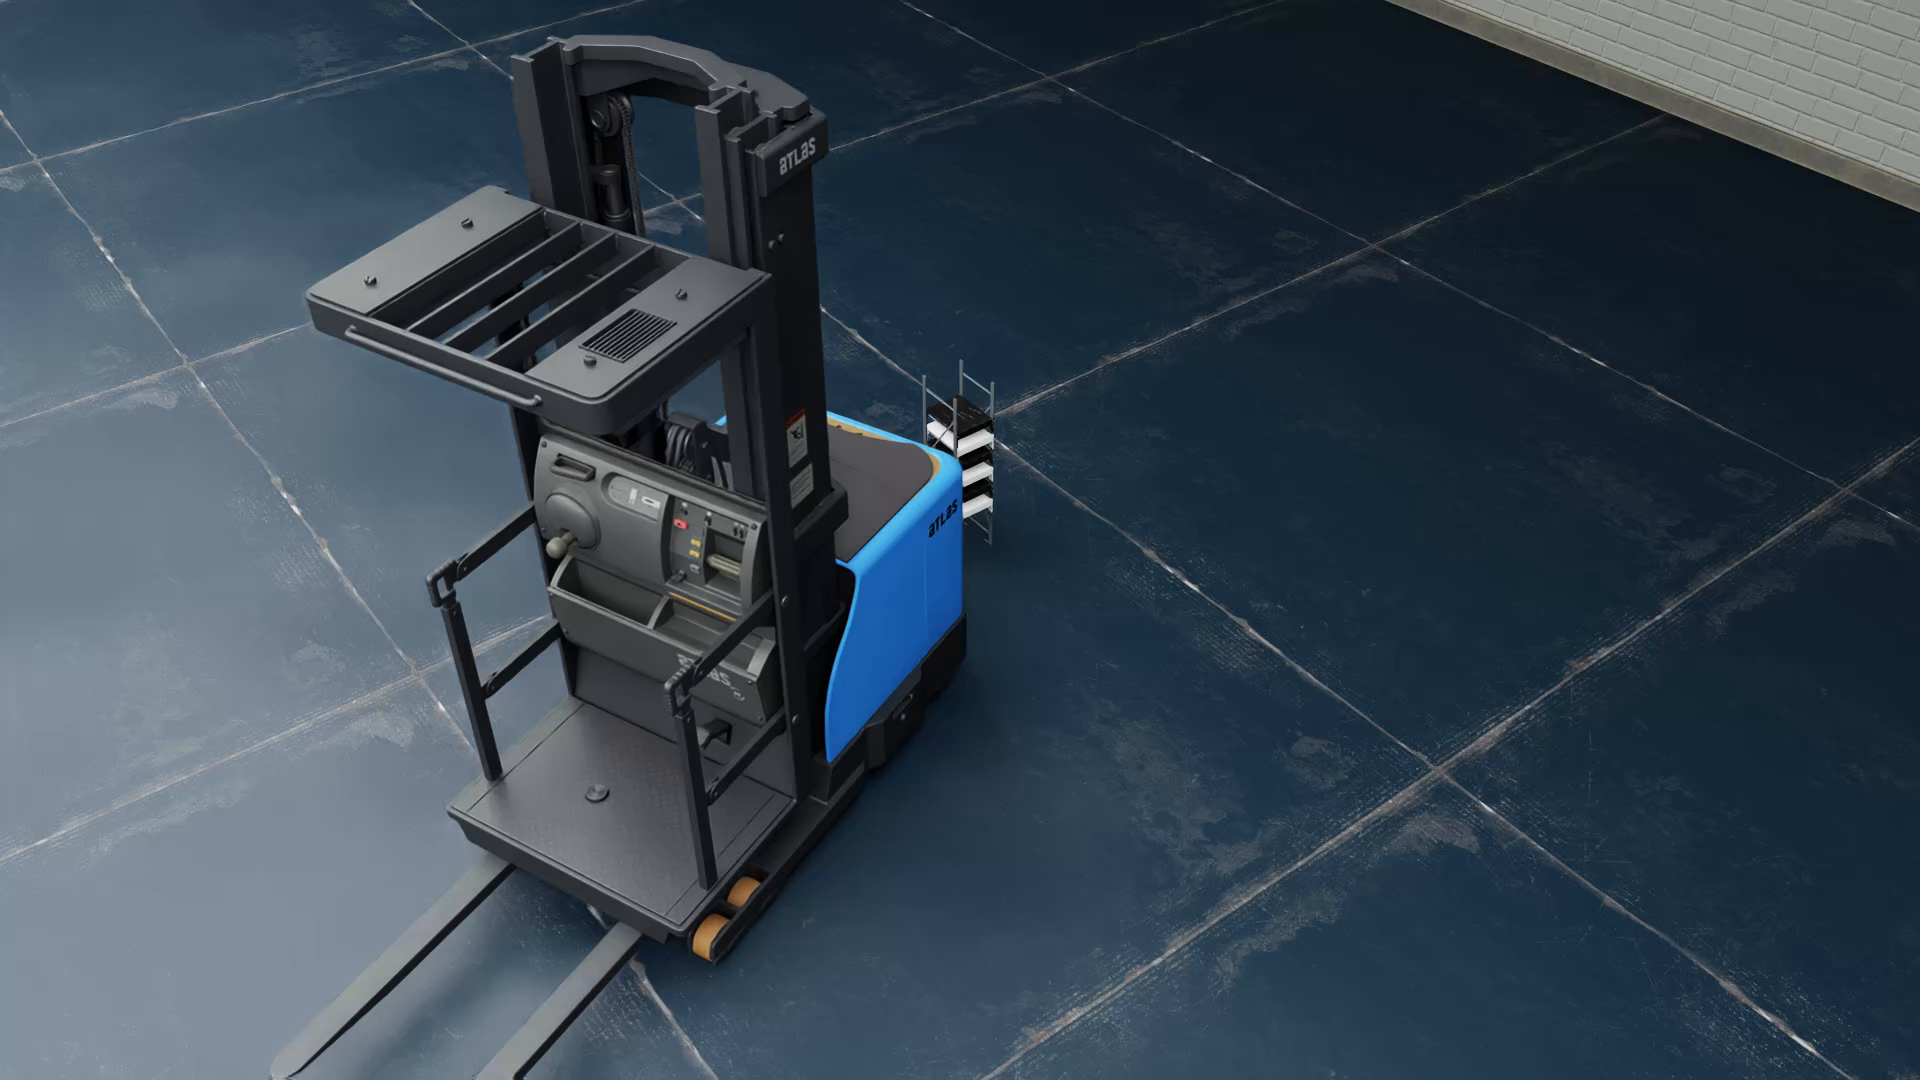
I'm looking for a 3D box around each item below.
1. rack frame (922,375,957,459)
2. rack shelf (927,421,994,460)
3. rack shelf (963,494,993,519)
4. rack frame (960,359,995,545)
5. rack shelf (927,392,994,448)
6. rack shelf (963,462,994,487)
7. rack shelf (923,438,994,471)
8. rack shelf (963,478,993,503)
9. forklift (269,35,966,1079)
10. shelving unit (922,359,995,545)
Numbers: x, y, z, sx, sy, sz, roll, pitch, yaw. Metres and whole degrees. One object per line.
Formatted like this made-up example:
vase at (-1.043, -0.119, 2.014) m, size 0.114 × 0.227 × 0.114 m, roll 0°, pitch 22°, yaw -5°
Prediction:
rack frame at (-0.087, -0.305, 7.413) m, size 0.006 × 0.900 × 0.240 m, roll -26°, pitch 46°, yaw -28°
rack shelf at (-0.006, -0.458, 7.368) m, size 0.200 × 0.077 × 0.258 m, roll -26°, pitch 46°, yaw -28°
rack shelf at (-0.006, -0.180, 7.596) m, size 0.200 × 0.077 × 0.258 m, roll -26°, pitch 46°, yaw -28°
rack frame at (0.074, -0.384, 7.509) m, size 0.006 × 0.900 × 0.240 m, roll -26°, pitch 46°, yaw -28°
rack shelf at (-0.006, -0.528, 7.311) m, size 0.200 × 0.077 × 0.258 m, roll -26°, pitch 46°, yaw -28°
rack shelf at (-0.006, -0.319, 7.482) m, size 0.200 × 0.077 × 0.258 m, roll -26°, pitch 46°, yaw -28°
rack shelf at (-0.006, -0.389, 7.425) m, size 0.200 × 0.077 × 0.258 m, roll -26°, pitch 46°, yaw -28°
rack shelf at (-0.006, -0.249, 7.539) m, size 0.200 × 0.077 × 0.258 m, roll -26°, pitch 46°, yaw -28°
forklift at (-1.157, 0.027, 5.406) m, size 1.130 × 2.935 × 3.031 m, roll 21°, pitch 44°, yaw 23°
shelving unit at (-0.006, -0.345, 7.461) m, size 0.210 × 0.900 × 0.258 m, roll -26°, pitch 46°, yaw -28°
